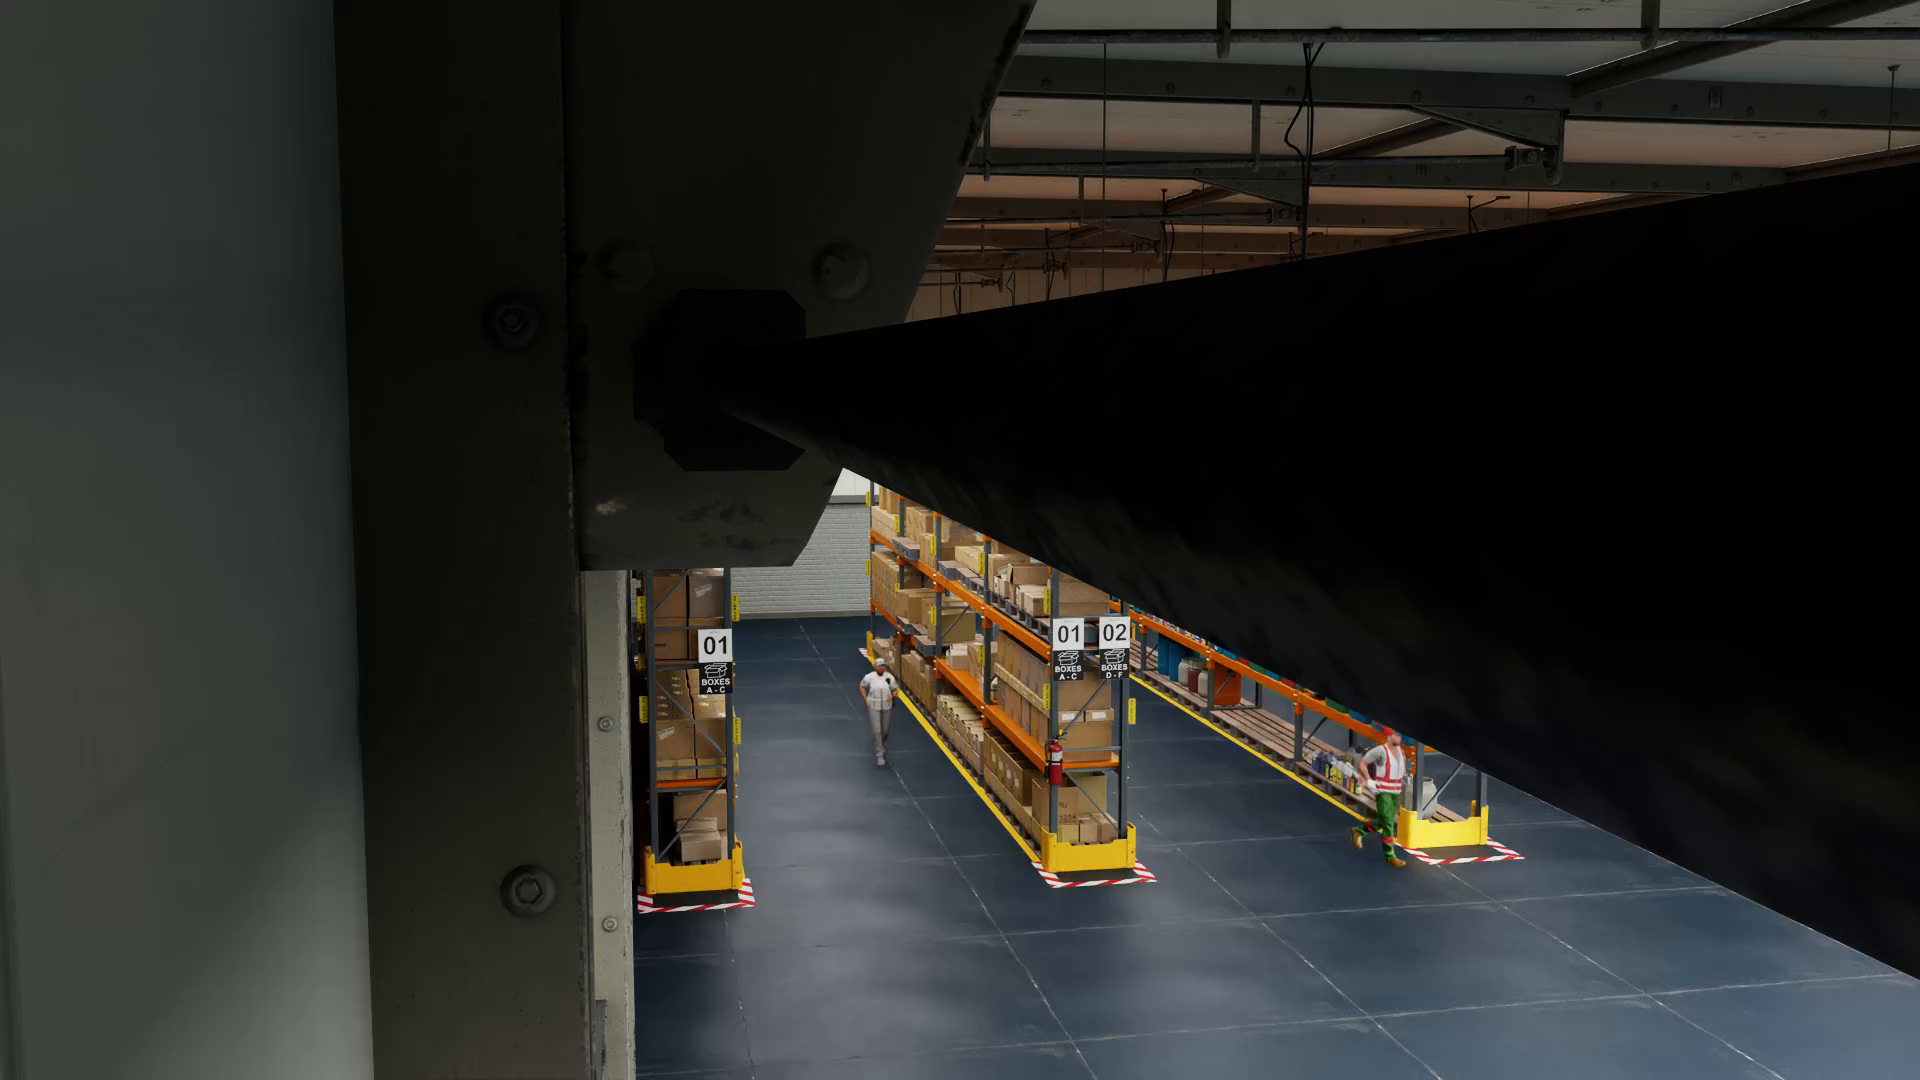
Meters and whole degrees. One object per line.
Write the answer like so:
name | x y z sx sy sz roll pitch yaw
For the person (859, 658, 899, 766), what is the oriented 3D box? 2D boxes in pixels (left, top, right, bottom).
person | -1.280 2.714 26.696 0.617 1.668 0.818 -1 6 -14

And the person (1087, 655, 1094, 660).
person | 2.191 2.255 30.450 0.693 1.823 0.944 -2 6 -20

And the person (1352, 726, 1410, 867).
person | 5.460 3.224 21.295 0.702 1.756 0.954 -4 7 -34
